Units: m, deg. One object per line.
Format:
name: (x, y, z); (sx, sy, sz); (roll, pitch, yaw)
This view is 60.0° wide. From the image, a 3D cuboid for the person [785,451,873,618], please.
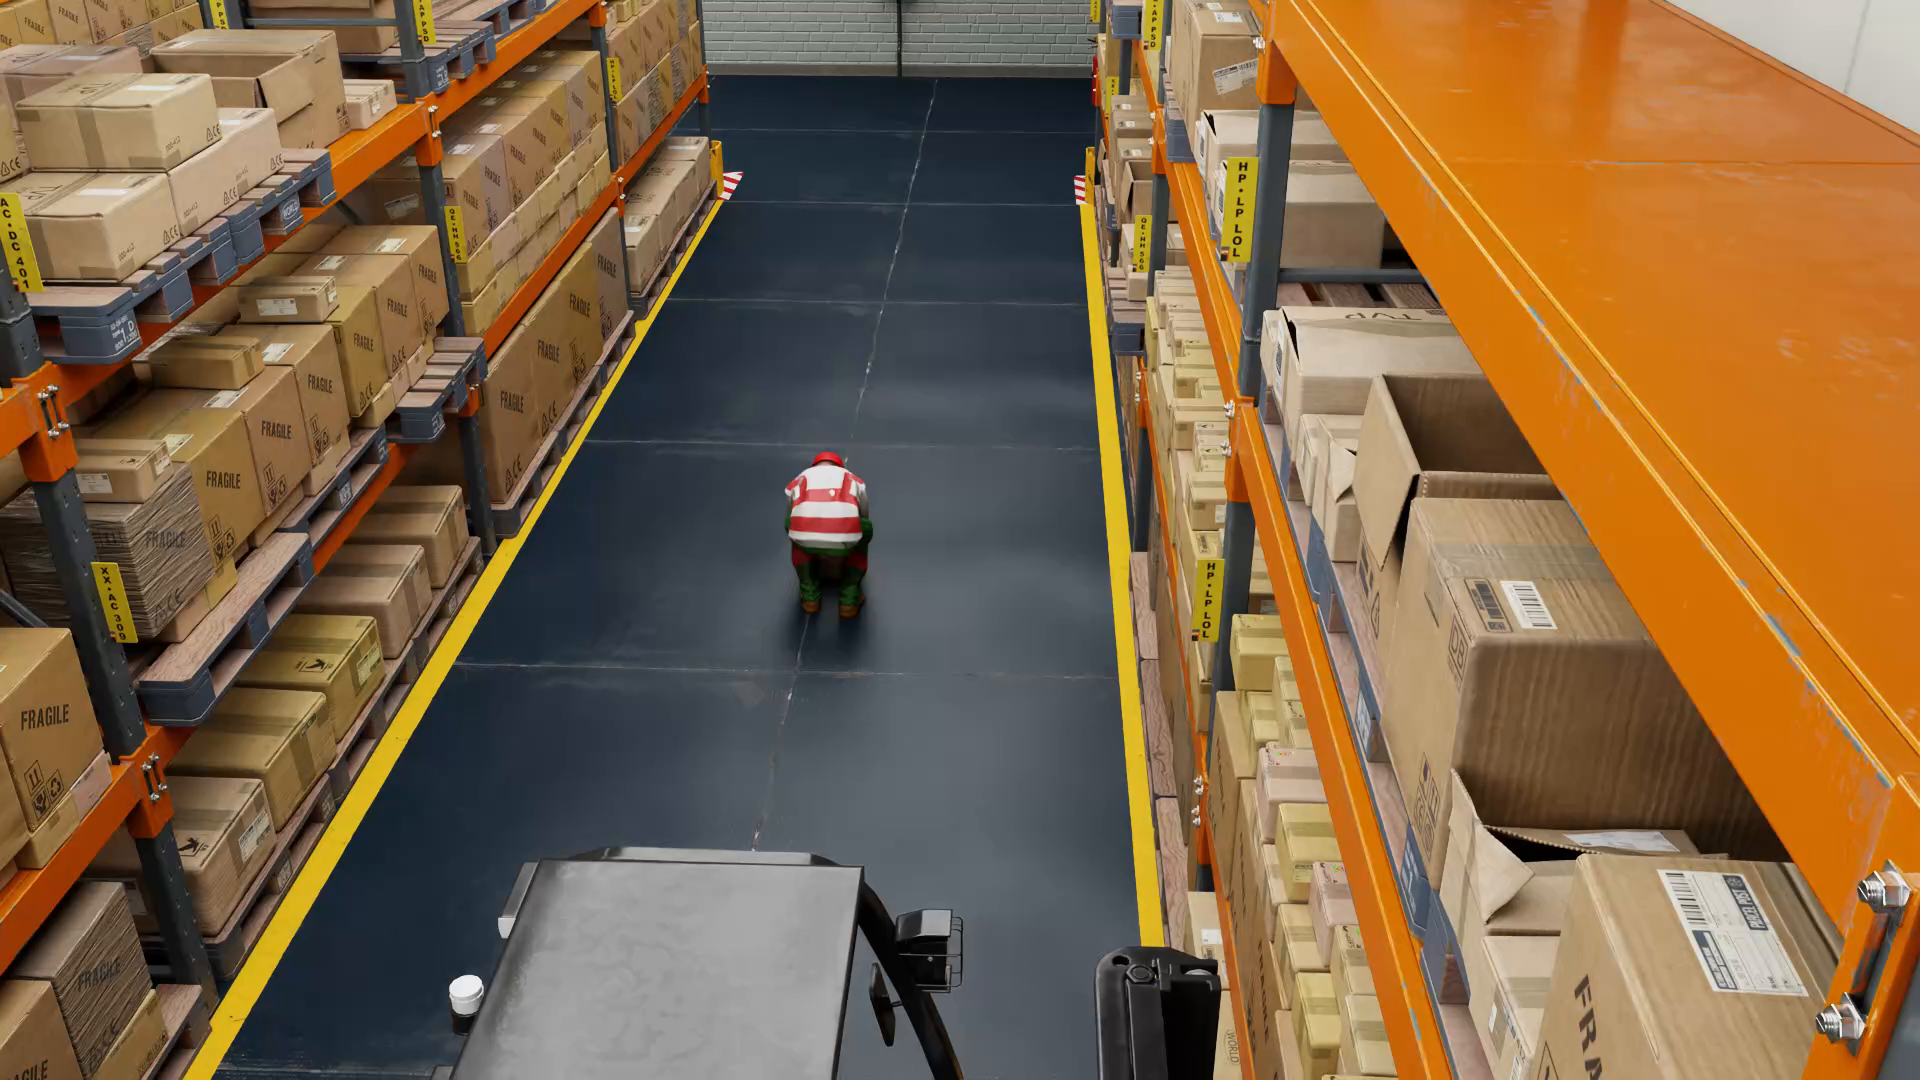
person: (-0.764, -0.031, 9.737); (0.519, 0.831, 0.966); (0, 28, 0)
